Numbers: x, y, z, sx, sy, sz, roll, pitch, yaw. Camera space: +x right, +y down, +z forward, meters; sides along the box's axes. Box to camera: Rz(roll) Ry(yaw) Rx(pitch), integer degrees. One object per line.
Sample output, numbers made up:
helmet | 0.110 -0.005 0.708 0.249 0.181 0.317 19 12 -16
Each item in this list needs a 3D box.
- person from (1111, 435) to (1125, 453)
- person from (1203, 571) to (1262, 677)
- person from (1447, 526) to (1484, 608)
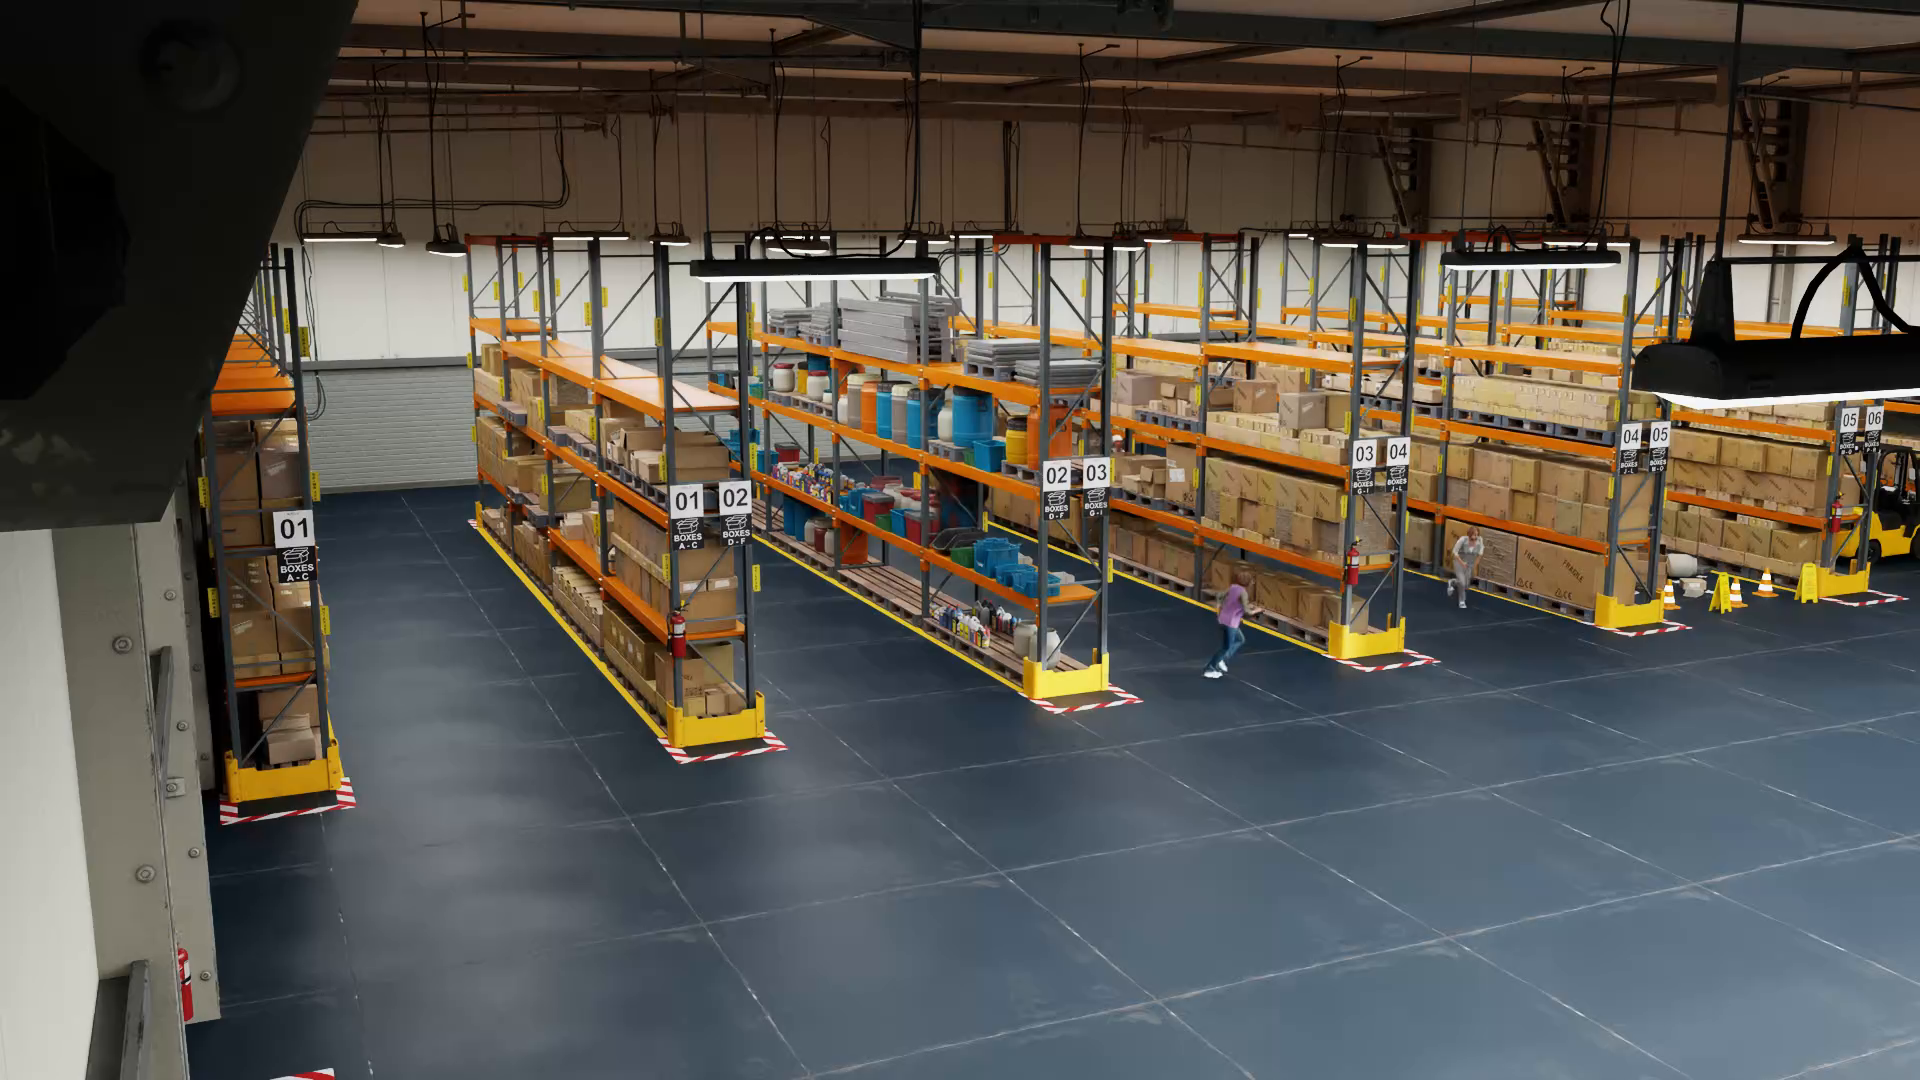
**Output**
person | 3.360 -1.347 35.448 0.621 1.801 0.726 -7 13 -34
person | 3.800 1.168 23.145 0.834 1.498 0.526 -2 11 -8
person | 8.296 0.410 27.308 0.552 1.419 0.853 -2 11 -8
